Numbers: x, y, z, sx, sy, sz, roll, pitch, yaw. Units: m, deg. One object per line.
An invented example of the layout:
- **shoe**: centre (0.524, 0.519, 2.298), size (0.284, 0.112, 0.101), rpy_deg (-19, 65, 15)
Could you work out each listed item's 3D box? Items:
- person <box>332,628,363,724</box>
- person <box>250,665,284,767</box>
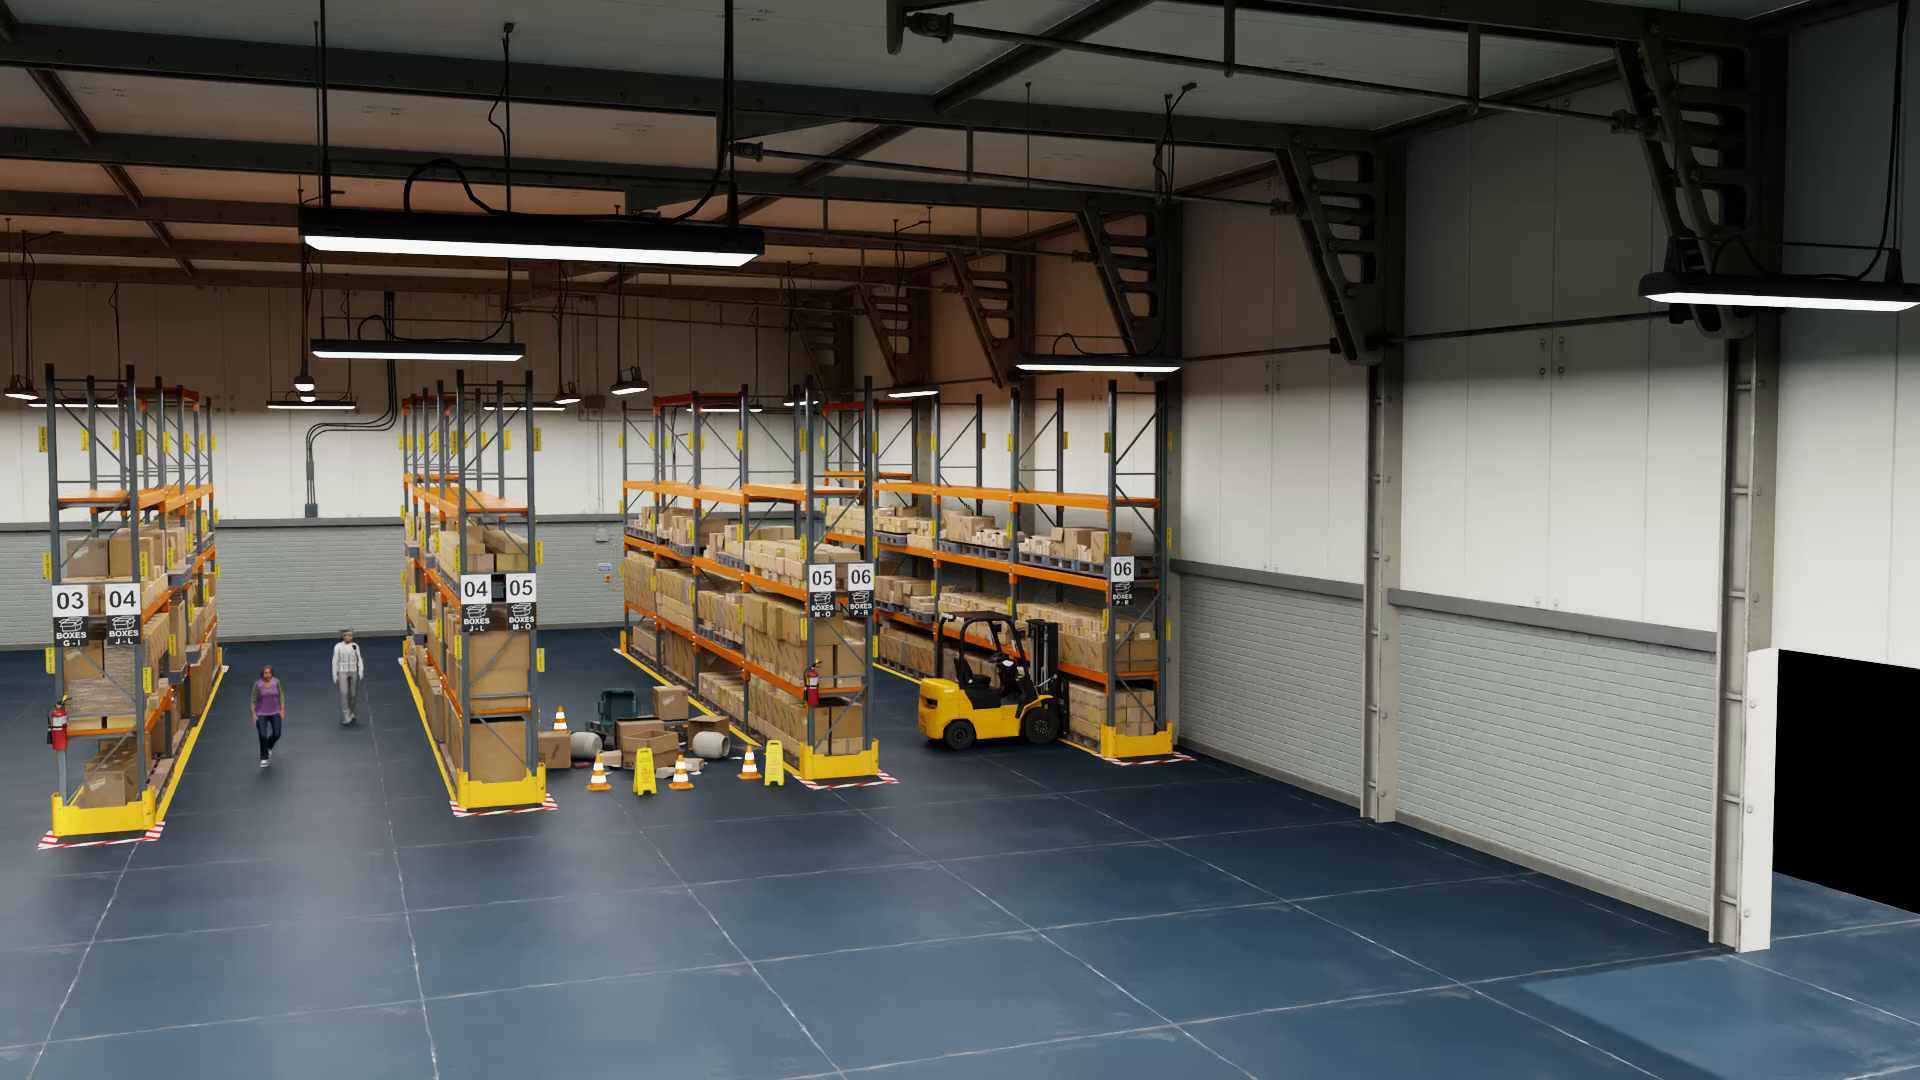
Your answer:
- **person**: centre (-10.984, 2.434, 29.953), size (0.515, 1.675, 0.711), rpy_deg (-2, 4, -36)
- **person**: centre (-10.784, 2.716, 25.865), size (0.498, 1.582, 0.475), rpy_deg (-2, 4, -29)
